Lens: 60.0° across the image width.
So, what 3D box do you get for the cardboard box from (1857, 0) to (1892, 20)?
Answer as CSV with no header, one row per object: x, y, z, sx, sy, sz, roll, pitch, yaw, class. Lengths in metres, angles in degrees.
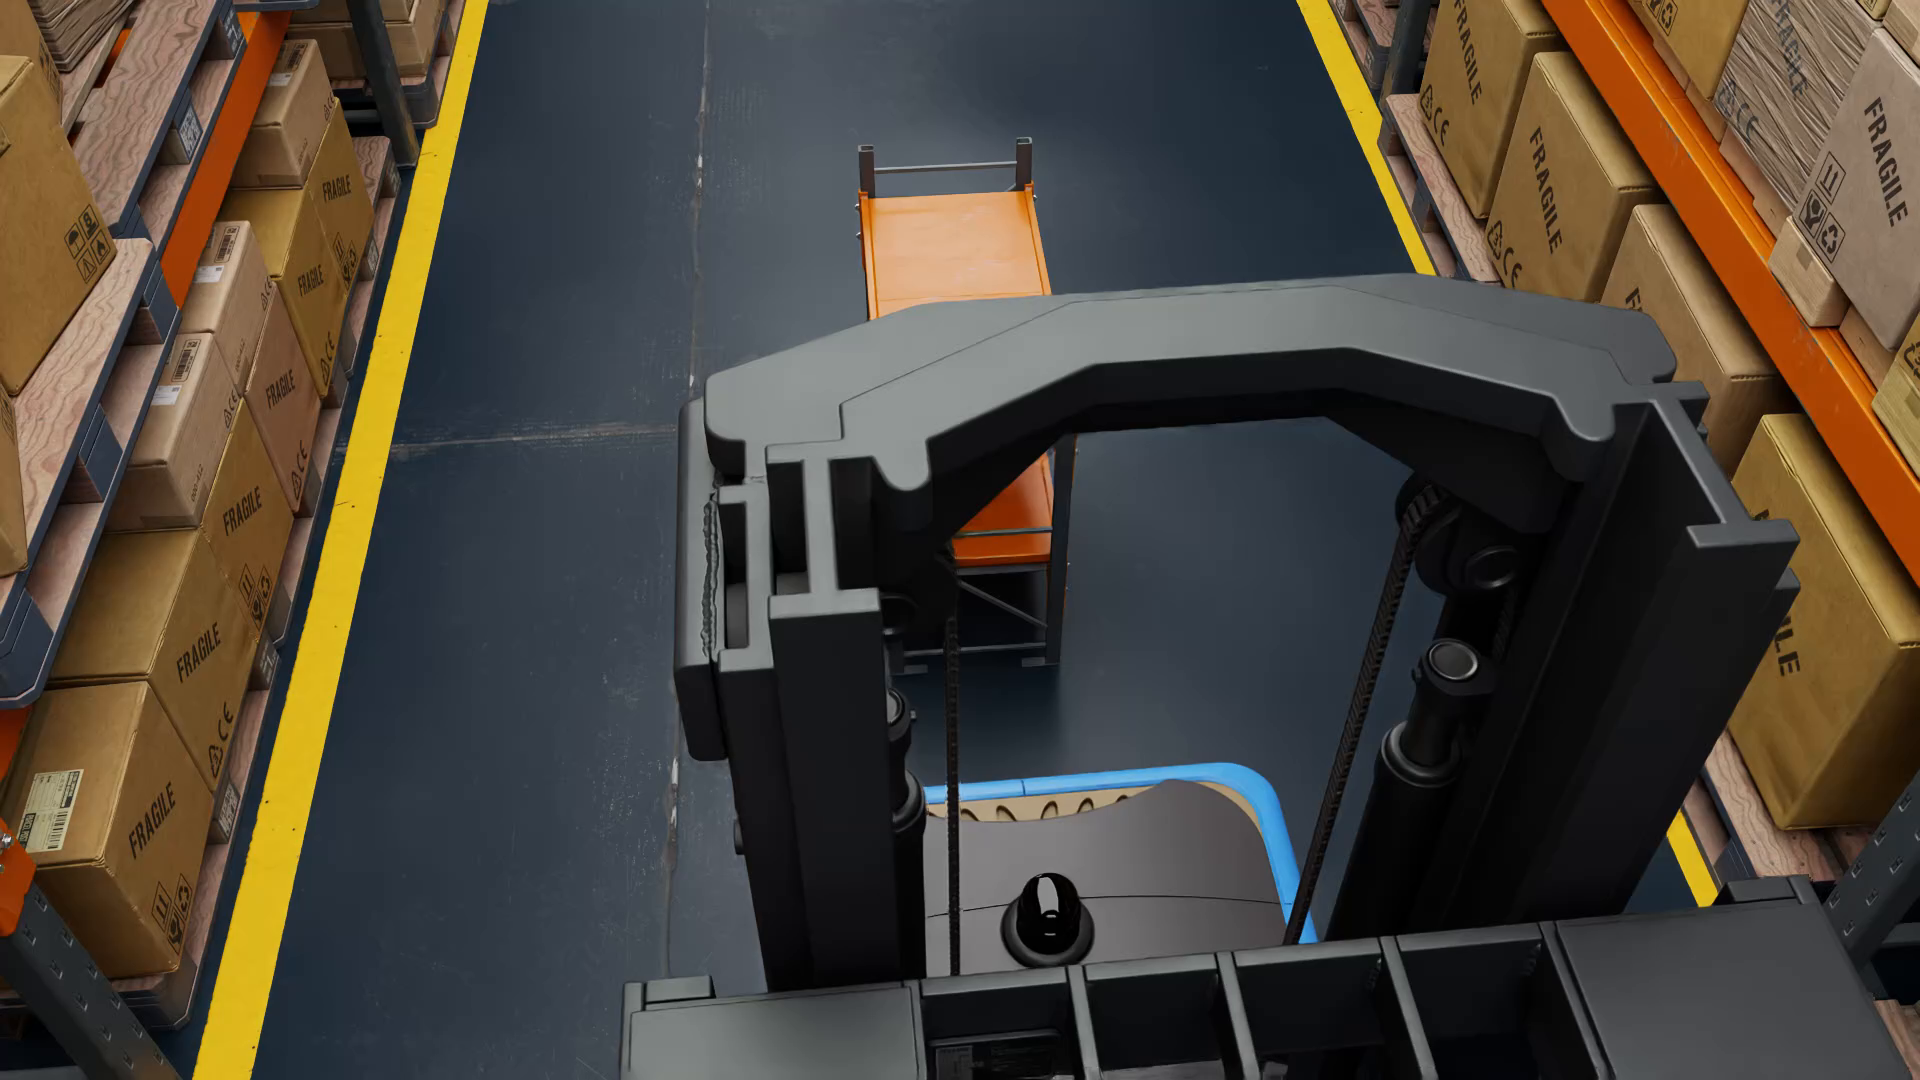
2.220,-1.406,3.712,0.500,0.250,0.500,-3,47,-3,cardboard box

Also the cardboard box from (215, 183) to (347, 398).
-2.325,-0.788,5.349,0.500,0.500,0.500,-5,47,-5,cardboard box

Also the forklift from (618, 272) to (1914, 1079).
0.274,1.275,2.024,1.130,2.935,3.031,-4,47,-4,forklift

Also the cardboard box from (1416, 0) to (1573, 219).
2.186,-1.702,5.987,0.750,0.750,0.750,-4,47,-4,cardboard box

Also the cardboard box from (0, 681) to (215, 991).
-2.143,0.705,3.935,0.500,0.500,0.500,-5,47,-5,cardboard box

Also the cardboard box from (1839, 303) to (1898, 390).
2.258,-0.462,3.781,0.380,0.149,0.250,-2,47,-2,cardboard box

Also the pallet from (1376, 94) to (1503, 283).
2.246,-1.303,6.339,1.003,0.211,1.213,-3,47,-3,pallet

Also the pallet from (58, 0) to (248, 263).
-2.513,-1.060,4.320,1.003,0.211,1.213,-3,47,-3,pallet

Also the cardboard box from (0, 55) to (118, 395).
-2.283,-0.668,3.458,0.700,0.500,0.500,3,47,3,cardboard box

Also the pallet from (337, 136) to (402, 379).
-2.656,-1.032,6.082,1.003,0.211,1.213,-3,47,-3,pallet

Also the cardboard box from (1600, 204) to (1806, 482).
2.329,-0.453,4.805,0.750,0.750,0.750,-2,47,-2,cardboard box

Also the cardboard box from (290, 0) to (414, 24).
-2.432,-2.321,6.601,0.500,0.311,0.500,-2,47,-2,cardboard box

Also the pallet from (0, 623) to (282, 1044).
-2.452,0.734,4.410,1.003,0.211,1.213,-3,47,-3,pallet

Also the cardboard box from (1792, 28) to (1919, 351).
2.248,-0.773,3.629,0.500,0.500,0.500,-3,47,-3,cardboard box

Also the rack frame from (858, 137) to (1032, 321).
-0.042,-0.750,5.185,0.500,1.125,0.032,-3,47,-3,rack frame

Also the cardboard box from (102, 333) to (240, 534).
-2.227,-0.277,4.348,0.500,0.250,0.500,-3,47,-3,cardboard box

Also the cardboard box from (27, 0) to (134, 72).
-2.629,-1.590,4.331,0.700,0.500,0.500,4,47,4,cardboard box

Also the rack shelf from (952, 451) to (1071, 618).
0.001,-0.214,5.014,0.538,0.278,1.000,-3,47,-3,rack shelf

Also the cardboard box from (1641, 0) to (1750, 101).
2.167,-1.498,4.316,0.500,0.500,0.500,-2,47,-2,cardboard box

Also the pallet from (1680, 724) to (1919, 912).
2.450,0.462,4.667,1.003,0.211,1.213,-3,47,-3,pallet

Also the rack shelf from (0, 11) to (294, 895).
-2.513,-0.839,4.474,1.077,0.370,4.000,-3,47,-3,rack shelf

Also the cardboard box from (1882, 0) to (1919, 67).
2.263,-1.037,3.362,0.500,0.250,0.500,-3,47,-2,cardboard box

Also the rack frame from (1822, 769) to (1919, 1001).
2.590,0.057,3.130,1.000,3.000,0.127,-3,47,-3,rack frame

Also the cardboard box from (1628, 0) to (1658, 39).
2.188,-1.576,4.836,0.380,0.149,0.250,-3,47,-3,cardboard box

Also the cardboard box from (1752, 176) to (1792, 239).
2.223,-0.830,4.130,0.380,0.149,0.250,-3,47,-3,cardboard box

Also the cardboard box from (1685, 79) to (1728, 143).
2.206,-1.205,4.485,0.380,0.149,0.250,-2,47,-2,cardboard box

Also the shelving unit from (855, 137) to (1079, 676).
0.001,-0.382,4.837,0.538,1.125,1.048,-3,47,-3,shelving unit

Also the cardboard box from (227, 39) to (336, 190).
-2.360,-1.380,5.393,0.500,0.250,0.500,-2,47,-2,cardboard box

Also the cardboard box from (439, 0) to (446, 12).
-2.475,-2.492,7.149,0.500,0.250,0.500,-5,47,-4,cardboard box

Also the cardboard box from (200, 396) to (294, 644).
-2.234,-0.043,4.643,0.500,0.500,0.500,-3,47,-3,cardboard box

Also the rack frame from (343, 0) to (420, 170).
-2.681,-2.533,5.583,1.000,3.000,0.127,-3,47,-3,rack frame

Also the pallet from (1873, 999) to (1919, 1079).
2.576,1.571,3.617,1.003,0.211,1.213,-3,47,-3,pallet
